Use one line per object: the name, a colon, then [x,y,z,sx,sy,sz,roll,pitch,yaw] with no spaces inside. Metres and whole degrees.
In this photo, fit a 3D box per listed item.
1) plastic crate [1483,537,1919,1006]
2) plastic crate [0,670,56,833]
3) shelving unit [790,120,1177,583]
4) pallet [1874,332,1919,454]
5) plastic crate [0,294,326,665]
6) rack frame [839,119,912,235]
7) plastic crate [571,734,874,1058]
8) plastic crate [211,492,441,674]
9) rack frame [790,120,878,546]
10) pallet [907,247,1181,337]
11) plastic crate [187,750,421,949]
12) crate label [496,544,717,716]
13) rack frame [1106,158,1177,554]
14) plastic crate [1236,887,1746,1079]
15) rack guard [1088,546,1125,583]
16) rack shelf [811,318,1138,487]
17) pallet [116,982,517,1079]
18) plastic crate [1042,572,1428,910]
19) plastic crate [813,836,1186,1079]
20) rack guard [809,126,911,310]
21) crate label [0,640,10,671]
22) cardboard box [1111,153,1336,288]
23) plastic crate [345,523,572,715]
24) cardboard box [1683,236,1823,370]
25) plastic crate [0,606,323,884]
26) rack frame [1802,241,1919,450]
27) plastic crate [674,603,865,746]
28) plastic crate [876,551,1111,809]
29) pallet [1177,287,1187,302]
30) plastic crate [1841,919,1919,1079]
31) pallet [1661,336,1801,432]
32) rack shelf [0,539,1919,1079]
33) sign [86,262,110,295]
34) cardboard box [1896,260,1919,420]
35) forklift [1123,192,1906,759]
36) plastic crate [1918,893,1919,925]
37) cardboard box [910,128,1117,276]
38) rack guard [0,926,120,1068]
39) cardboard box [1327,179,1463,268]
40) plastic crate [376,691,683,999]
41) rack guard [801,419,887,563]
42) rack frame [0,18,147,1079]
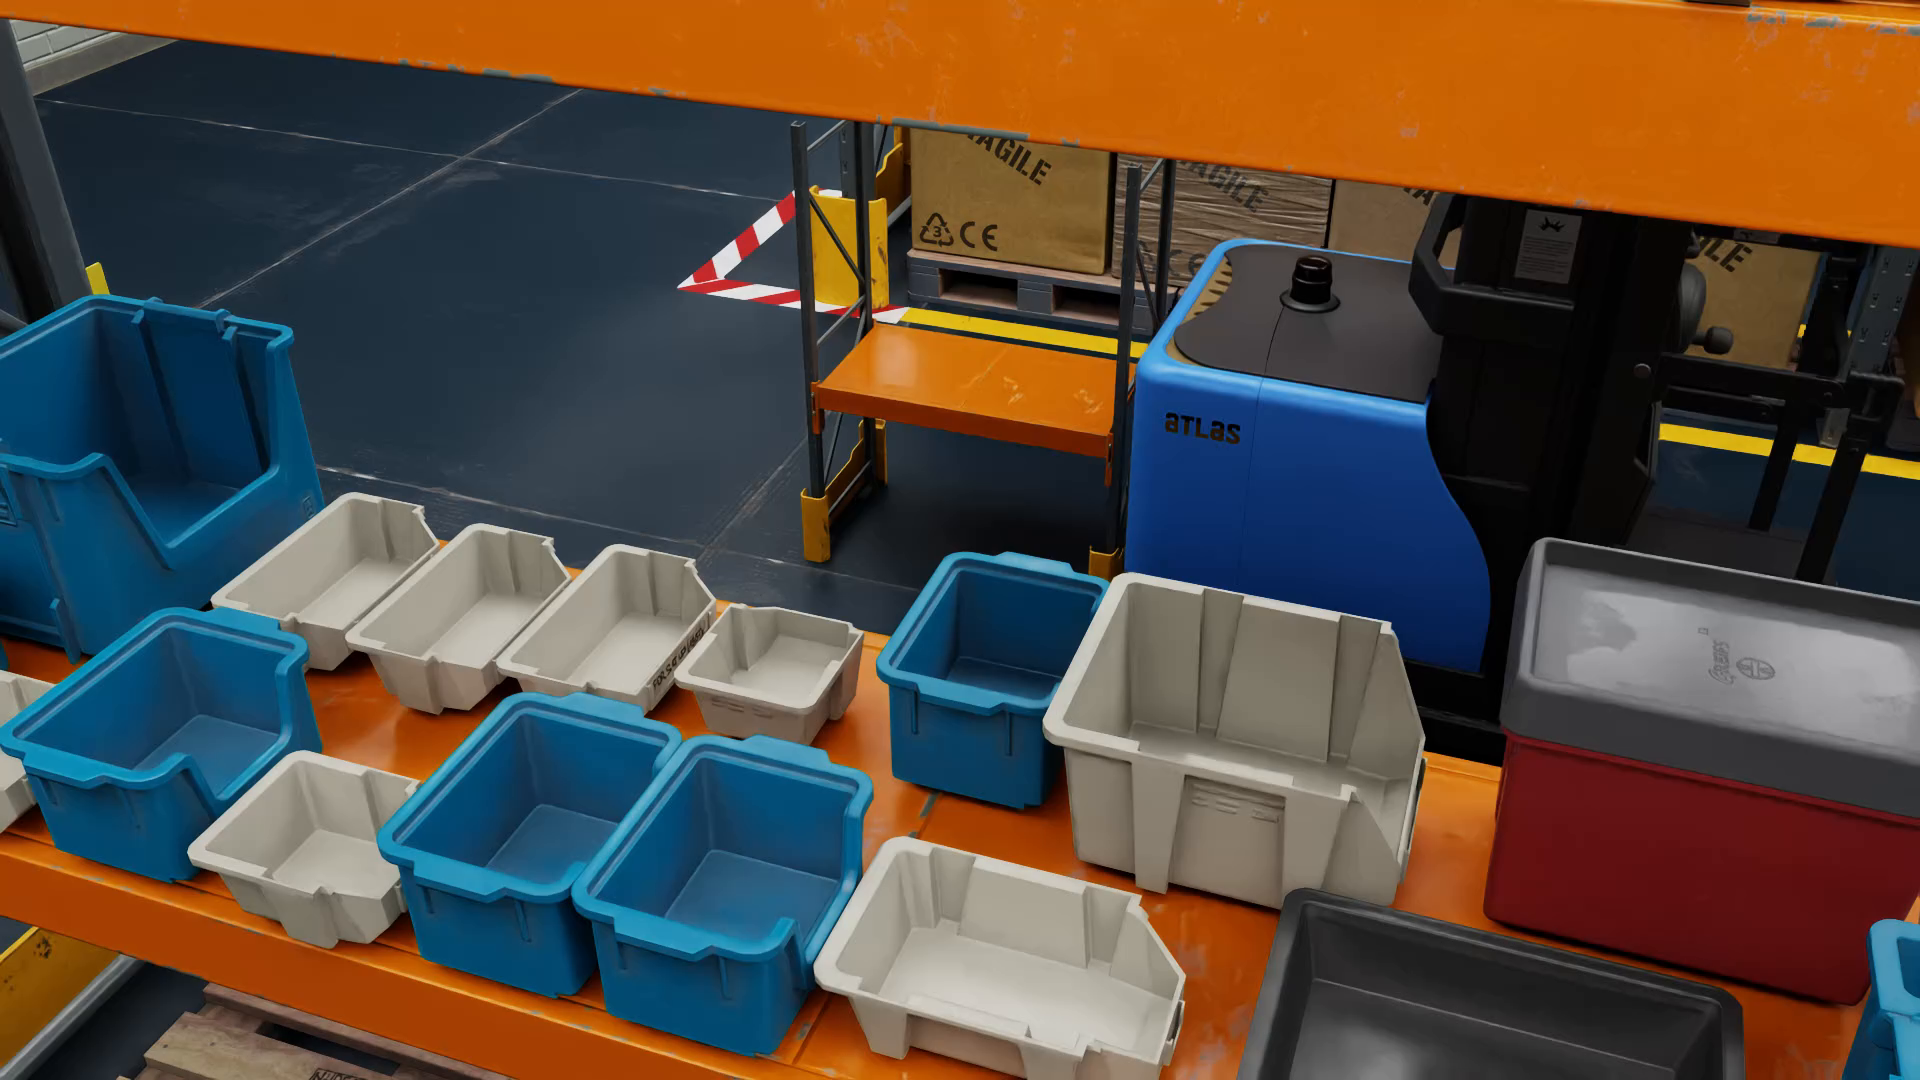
plastic crate: [1.052,0.331,2.357,0.583,0.464,0.402,11,34,16]
plastic crate: [-1.562,0.343,2.642,0.298,0.136,0.250,11,34,16]
shelving unit: [0.072,-0.616,5.322,1.083,1.500,0.587,11,34,16]
pallet: [4.231,-0.580,6.454,1.213,0.211,1.003,11,34,16]
plastic crate: [-1.579,-0.131,3.100,0.499,0.435,0.616,11,34,16]
rack frame: [-0.287,-2.586,6.990,0.127,3.000,1.000,11,34,16]
plastic crate: [-0.314,0.497,2.314,0.300,0.233,0.416,11,34,16]
plastic crate: [-1.129,0.085,3.040,0.243,0.136,0.396,11,34,16]
rack frame: [-0.398,-0.707,5.463,0.032,1.500,0.500,11,34,16]
pallet: [0.493,-1.308,7.582,1.213,0.211,1.003,11,34,16]
plastic crate: [-0.924,0.467,2.449,0.298,0.136,0.250,11,34,16]
crate label: [-0.590,0.184,2.887,0.243,0.136,0.396,11,34,16]
rack frame: [0.559,-0.521,5.175,0.032,1.500,0.500,11,34,16]
plastic crate: [0.664,0.698,2.103,0.590,0.125,0.437,11,34,16]
rack guard: [0.541,0.000,5.519,0.087,0.250,0.587,11,34,16]
rack shelf: [0.080,-0.463,5.417,1.000,0.185,0.538,11,34,16]
pallet: [-1.194,1.285,3.565,1.213,0.211,1.003,11,34,16]
plastic crate: [0.433,0.326,2.534,0.530,0.282,0.437,11,34,16]
plastic crate: [0.067,0.595,2.251,0.466,0.136,0.293,11,34,16]
rack guard: [-0.309,-1.541,7.675,0.348,0.500,1.175,11,34,16]
crate label: [-1.836,0.201,2.772,0.303,0.233,0.416,11,34,16]
cardboard box: [1.200,-1.627,7.077,0.875,0.875,0.875,11,34,16]
plastic crate: [-0.861,0.146,2.947,0.243,0.136,0.396,11,34,16]
cardboard box: [2.885,-1.300,6.569,0.875,0.875,0.875,11,34,16]
plastic crate: [-1.216,0.322,2.585,0.300,0.233,0.416,11,34,16]
rack frame: [3.479,-1.854,5.857,0.127,3.000,1.000,11,34,16]
plastic crate: [-0.305,0.229,2.818,0.250,0.136,0.298,11,34,16]
plastic crate: [0.062,0.233,2.723,0.300,0.233,0.416,11,34,16]
pallet: [1.637,-1.084,7.235,1.213,0.211,1.003,11,34,16]
plastic crate: [1.253,0.745,1.790,0.575,0.384,0.392,11,34,16]
pallet: [2.790,-0.862,6.890,1.213,0.211,1.003,11,34,16]
rack shelf: [-0.075,0.611,2.701,4.000,0.370,1.077,11,34,16]
sign: [-1.787,-0.410,3.469,0.005,0.325,0.100,11,34,16]
cardboard box: [4.088,-1.031,6.153,0.875,0.875,1.225,11,34,17]
forklift: [2.043,-0.768,4.237,3.031,2.935,1.130,12,35,18]
plastic crate: [1.418,0.602,2.240,0.243,0.136,0.396,11,34,16]
cardboard box: [0.343,-1.794,7.335,0.875,0.875,0.875,11,34,16]
rack guard: [-1.984,0.995,3.748,0.348,0.500,1.175,11,34,16]
cardboard box: [2.037,-1.464,6.824,0.875,0.875,0.875,11,34,16]
plastic crate: [-0.597,0.442,2.399,0.300,0.233,0.416,11,34,16]
rack guard: [-0.397,-0.182,5.802,0.087,0.250,0.587,11,34,16]
rack frame: [-1.957,-0.057,3.073,0.127,3.000,1.000,11,34,16]
